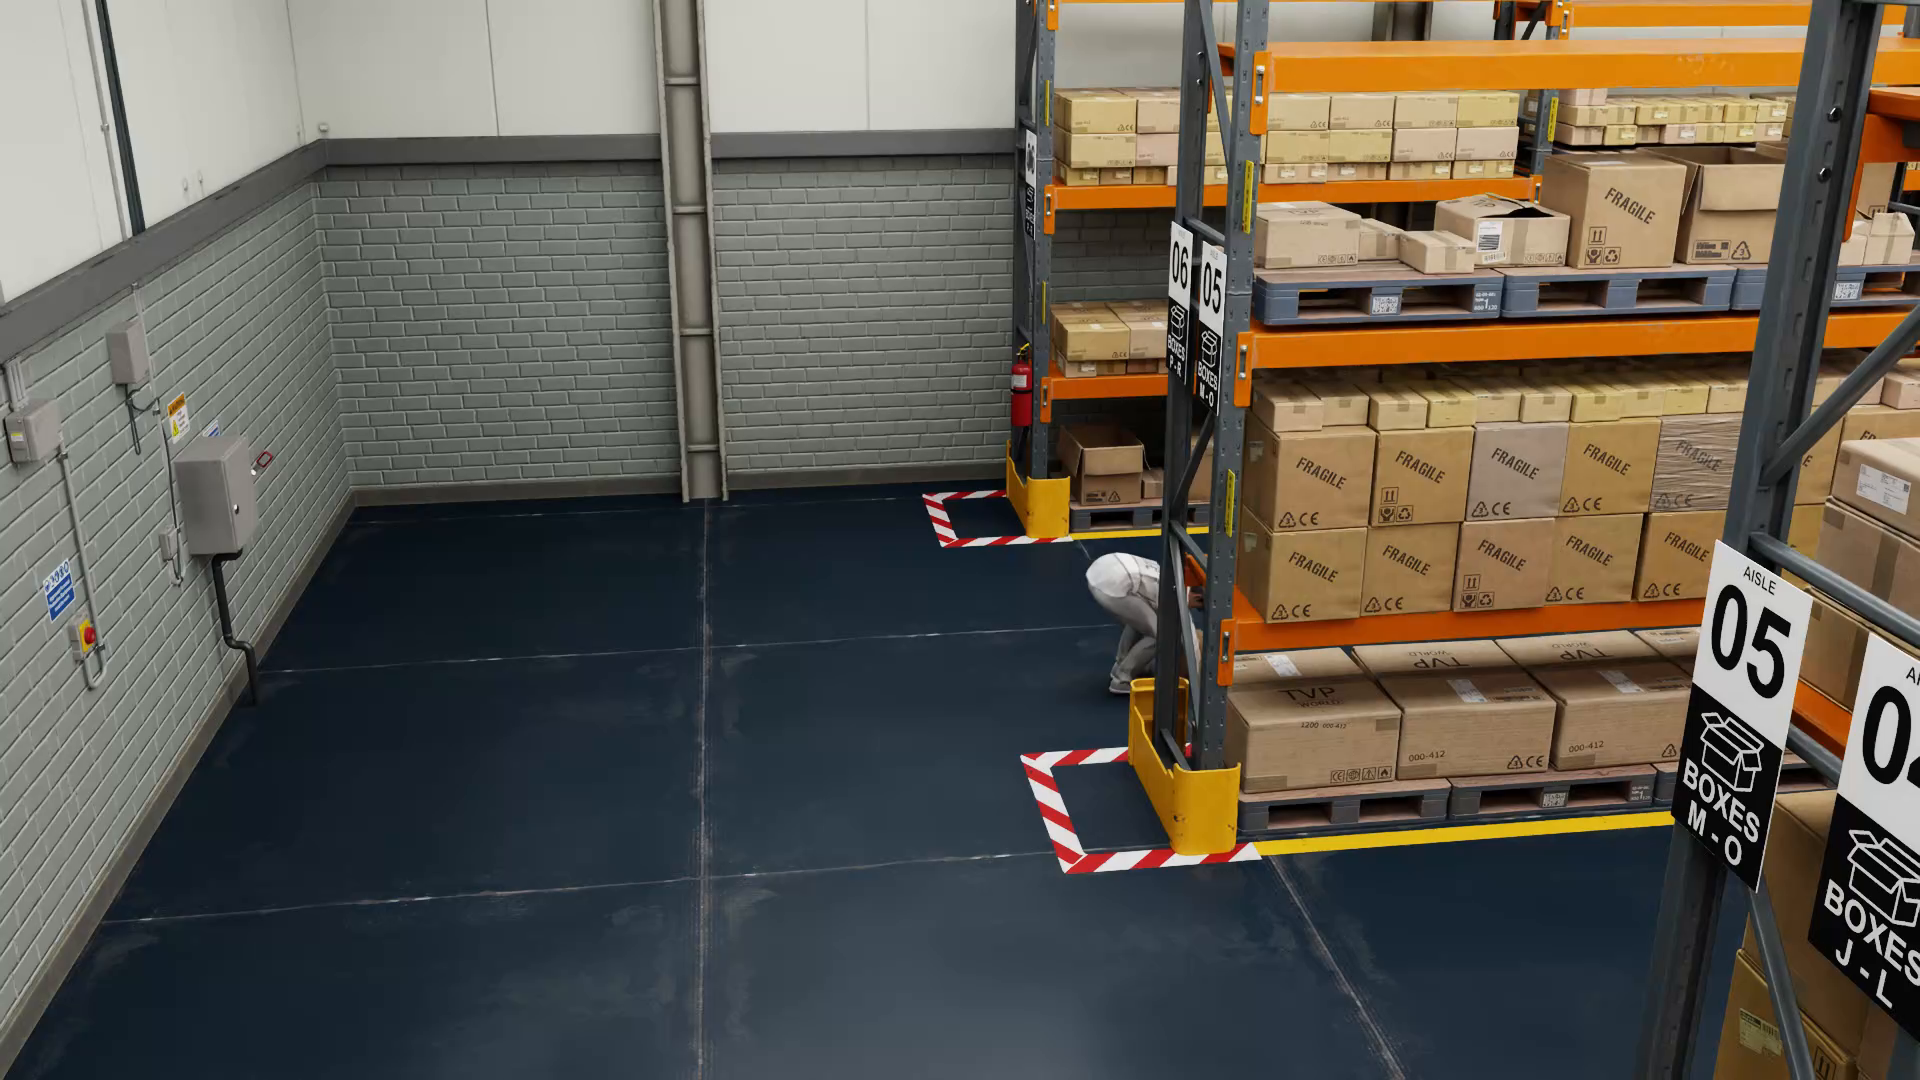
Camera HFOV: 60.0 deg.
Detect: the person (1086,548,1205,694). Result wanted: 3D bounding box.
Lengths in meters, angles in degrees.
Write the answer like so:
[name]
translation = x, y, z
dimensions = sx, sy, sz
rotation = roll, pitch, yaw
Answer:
[person]
translation = 1.249, 0.519, 10.764
dimensions = 0.880, 0.903, 0.445
rotation = -4, 20, -10
